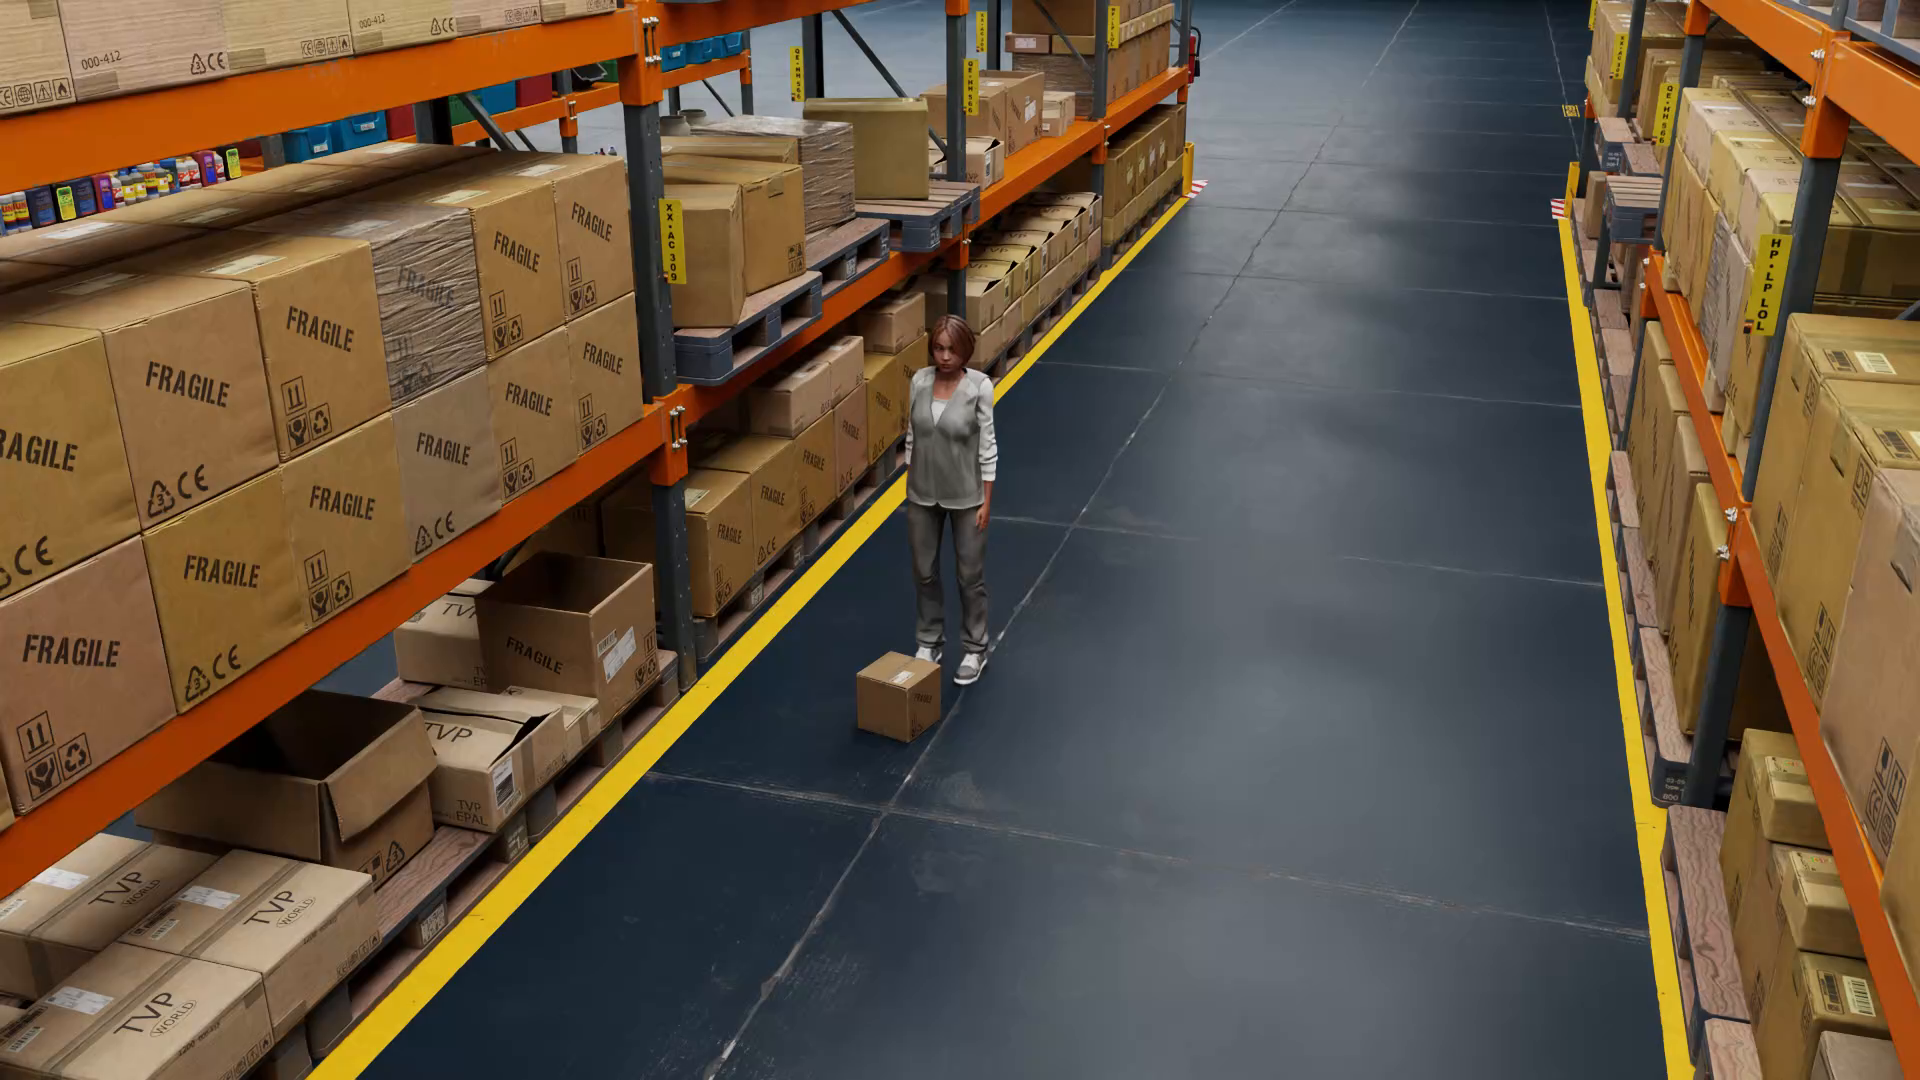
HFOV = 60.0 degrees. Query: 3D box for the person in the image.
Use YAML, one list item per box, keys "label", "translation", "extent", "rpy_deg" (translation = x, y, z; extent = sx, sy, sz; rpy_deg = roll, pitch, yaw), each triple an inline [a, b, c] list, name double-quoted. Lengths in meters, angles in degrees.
- label: "person"
  translation: [-0.041, -0.164, 7.010]
  extent: [0.405, 1.602, 0.303]
  rpy_deg: [7, 23, 17]
